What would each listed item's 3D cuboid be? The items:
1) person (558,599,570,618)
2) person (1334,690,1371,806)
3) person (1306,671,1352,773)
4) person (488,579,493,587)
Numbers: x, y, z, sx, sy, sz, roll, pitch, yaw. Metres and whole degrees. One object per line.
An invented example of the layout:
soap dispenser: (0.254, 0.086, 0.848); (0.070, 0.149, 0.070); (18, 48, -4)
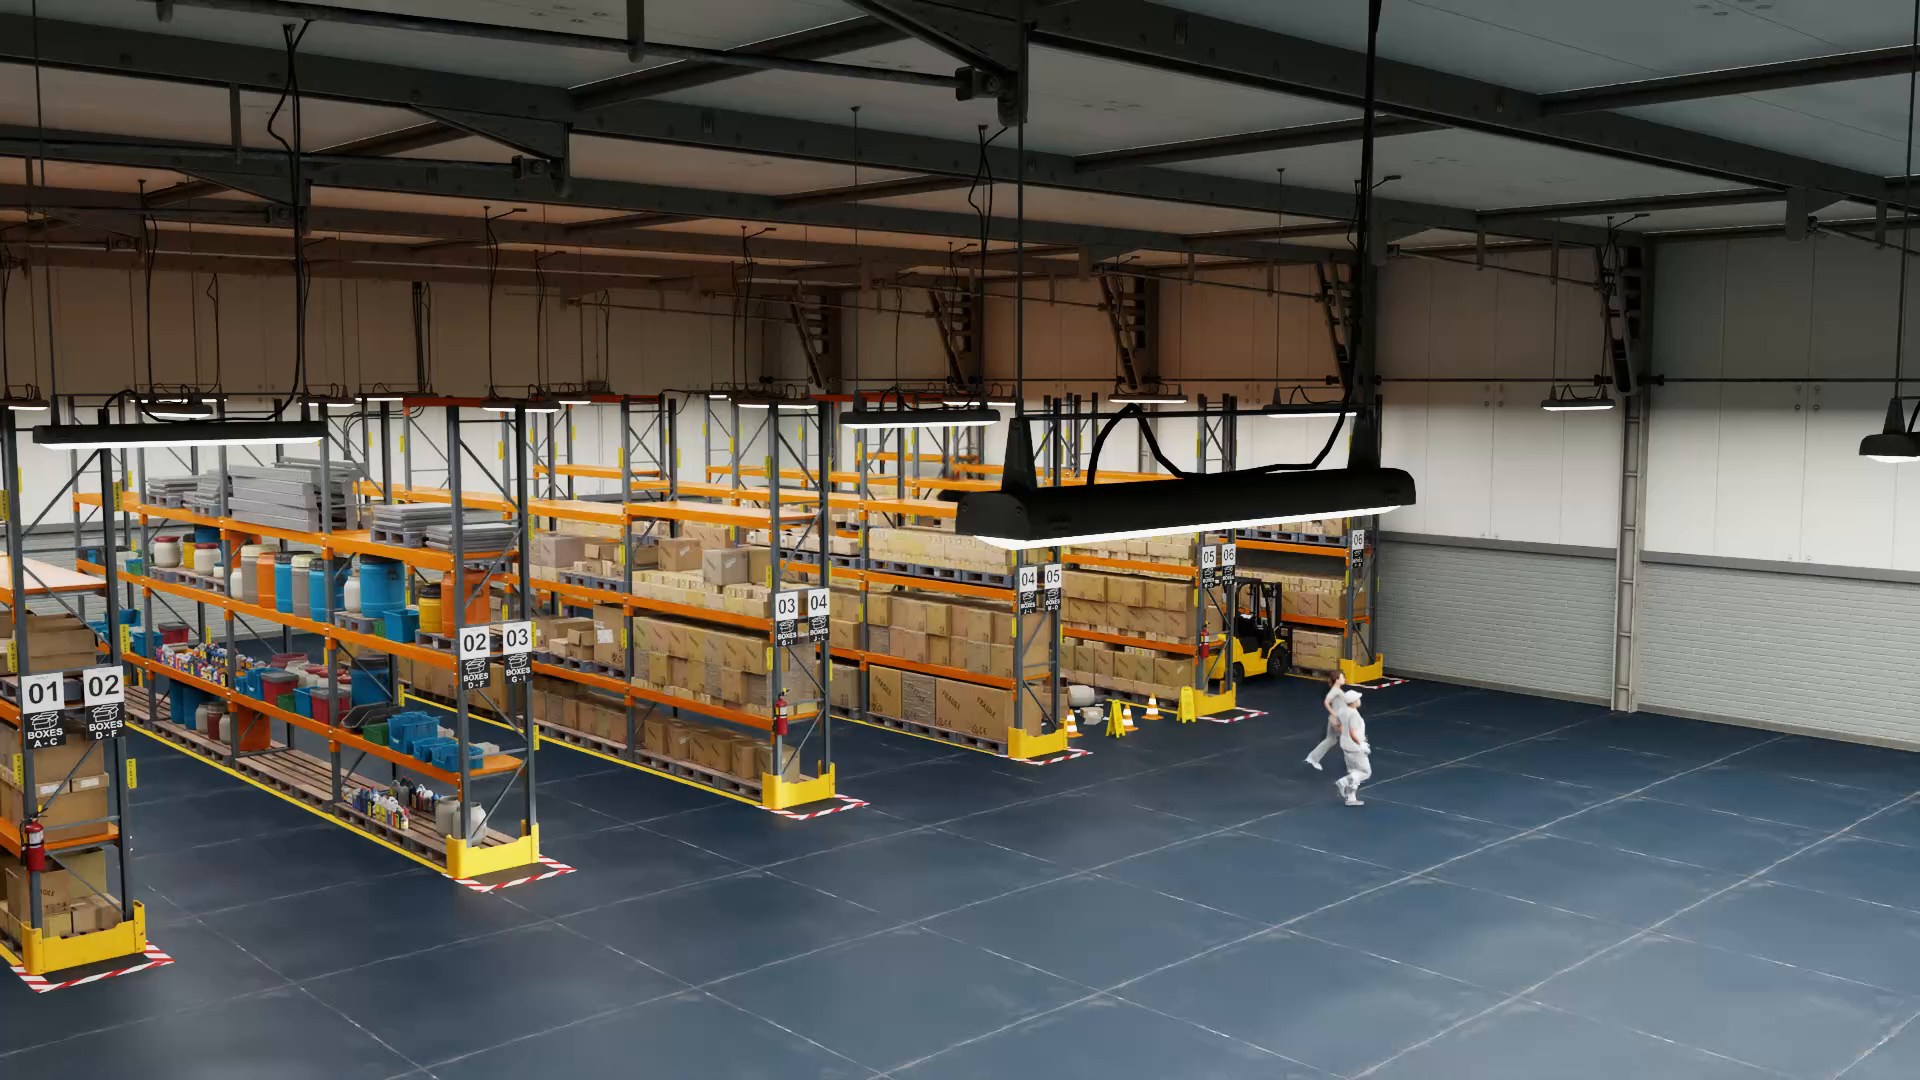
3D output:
person: (-8.735, 2.059, 36.306); (0.537, 1.578, 0.592); (-5, 7, -40)
person: (5.804, 3.086, 24.655); (0.601, 1.738, 0.658); (-1, 6, -12)
person: (6.014, 2.905, 26.535); (0.947, 1.663, 0.567); (1, 6, 7)
person: (-11.191, 1.652, 39.063); (0.766, 1.724, 0.979); (0, 6, 0)
